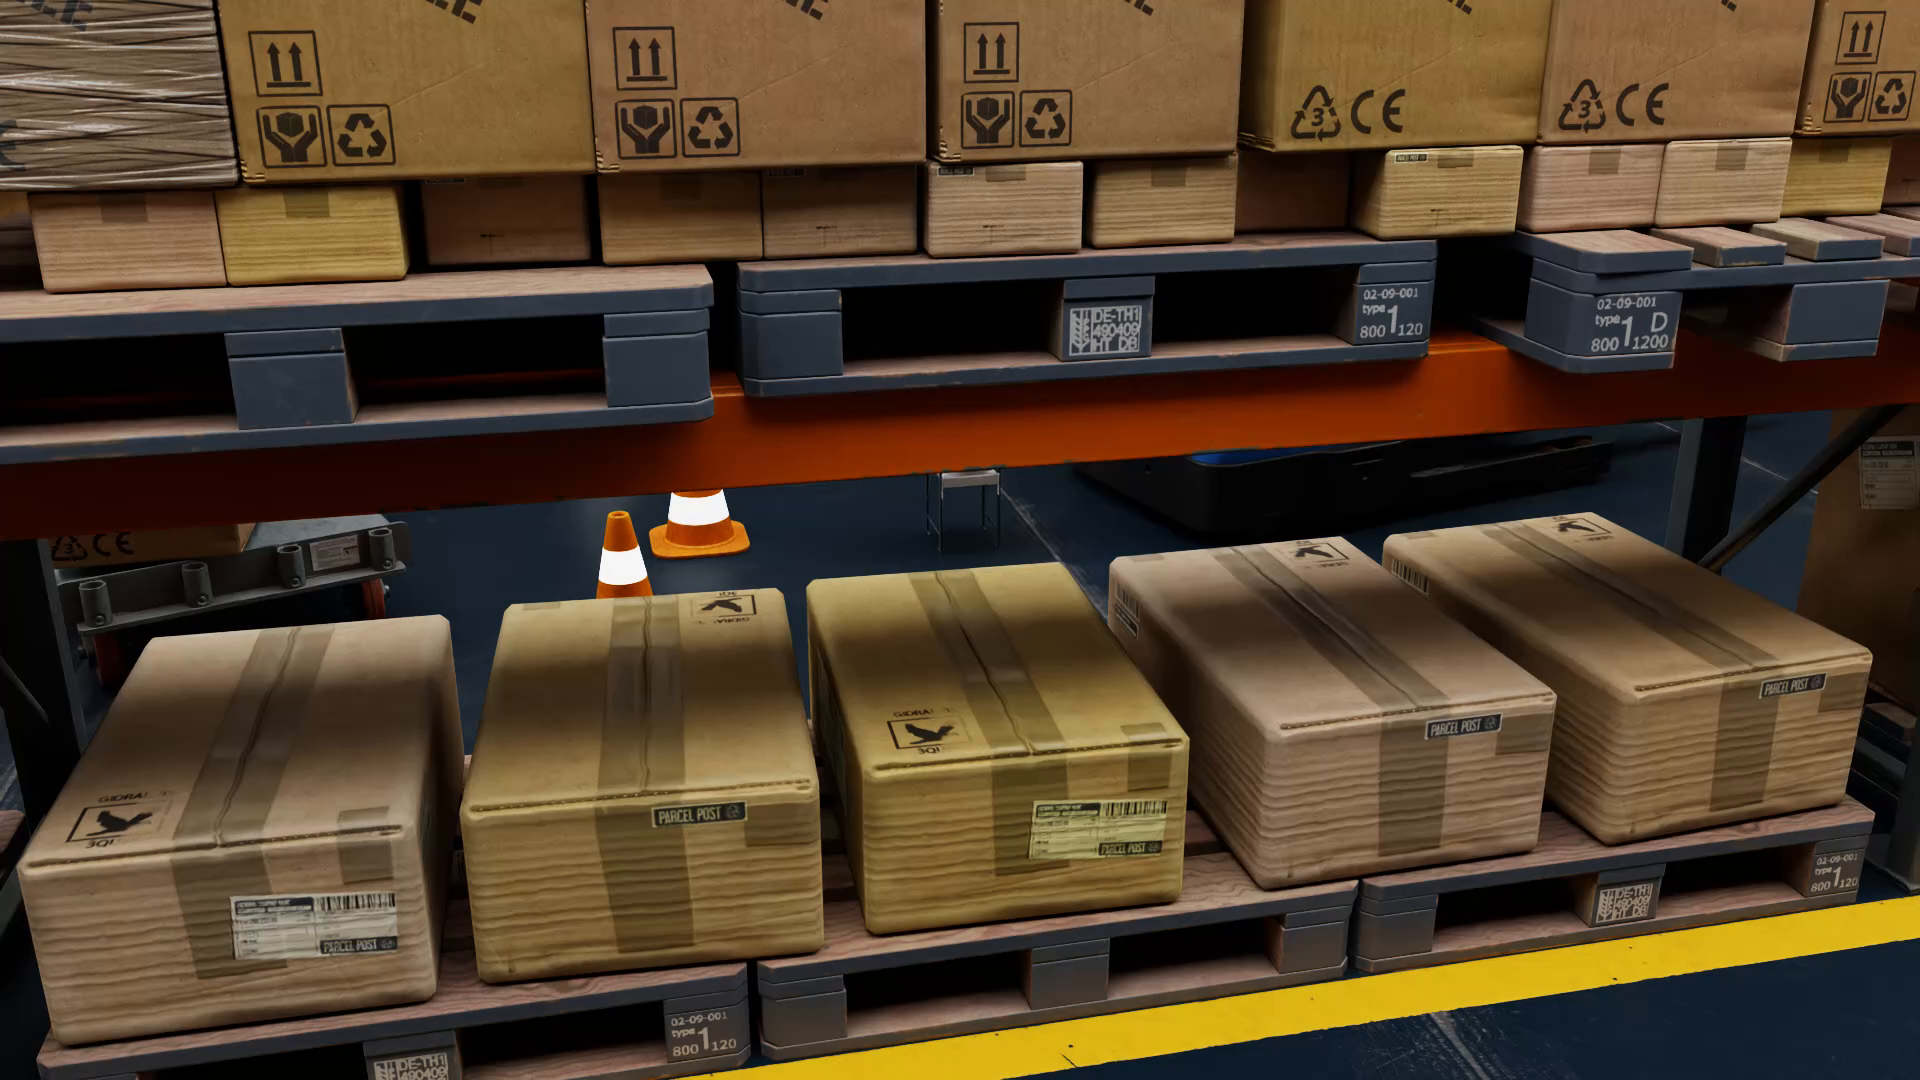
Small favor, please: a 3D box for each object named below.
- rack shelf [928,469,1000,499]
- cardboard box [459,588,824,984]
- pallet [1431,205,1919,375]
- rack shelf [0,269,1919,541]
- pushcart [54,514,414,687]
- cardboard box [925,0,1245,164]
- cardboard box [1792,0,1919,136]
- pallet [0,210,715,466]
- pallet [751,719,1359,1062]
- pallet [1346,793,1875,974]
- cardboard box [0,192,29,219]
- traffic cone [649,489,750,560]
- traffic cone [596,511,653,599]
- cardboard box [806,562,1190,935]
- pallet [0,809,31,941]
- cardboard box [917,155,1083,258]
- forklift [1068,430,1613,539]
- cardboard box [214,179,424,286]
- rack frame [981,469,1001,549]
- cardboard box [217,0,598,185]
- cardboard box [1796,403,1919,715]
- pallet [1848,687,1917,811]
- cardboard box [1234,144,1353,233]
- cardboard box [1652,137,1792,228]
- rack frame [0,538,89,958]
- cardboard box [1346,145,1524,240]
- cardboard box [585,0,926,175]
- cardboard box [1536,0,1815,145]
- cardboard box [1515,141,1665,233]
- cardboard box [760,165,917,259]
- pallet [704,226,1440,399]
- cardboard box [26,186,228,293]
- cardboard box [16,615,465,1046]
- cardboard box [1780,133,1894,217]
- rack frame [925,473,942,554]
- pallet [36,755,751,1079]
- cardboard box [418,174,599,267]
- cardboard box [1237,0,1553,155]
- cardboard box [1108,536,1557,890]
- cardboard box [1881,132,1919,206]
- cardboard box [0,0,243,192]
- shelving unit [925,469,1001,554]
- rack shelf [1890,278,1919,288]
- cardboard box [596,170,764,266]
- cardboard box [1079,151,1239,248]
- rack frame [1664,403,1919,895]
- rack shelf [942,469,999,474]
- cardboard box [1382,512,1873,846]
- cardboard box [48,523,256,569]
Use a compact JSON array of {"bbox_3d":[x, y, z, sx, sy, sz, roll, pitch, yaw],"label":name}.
[{"bbox_3d":[0.008,-0.223,5.735,0.200,0.077,0.258,-5,21,-12],"label":"rack shelf"},{"bbox_3d":[-0.638,0.457,3.416,0.625,0.372,0.950,-3,20,-9],"label":"cardboard box"},{"bbox_3d":[1.377,-0.614,3.408,1.003,0.211,1.213,-5,21,-12],"label":"pallet"},{"bbox_3d":[0.100,-0.300,3.318,4.000,0.370,1.077,-5,21,-12],"label":"rack shelf"},{"bbox_3d":[-2.420,-0.007,5.286,0.936,0.377,1.648,-13,24,-31],"label":"pushcart"},{"bbox_3d":[0.145,-0.923,2.785,0.500,0.500,0.500,-6,21,-15],"label":"cardboard box"},{"bbox_3d":[1.668,-1.051,3.134,0.500,0.500,0.500,-5,21,-14],"label":"cardboard box"},{"bbox_3d":[-1.069,-0.401,2.828,1.213,0.211,1.003,-5,21,-12],"label":"pallet"},{"bbox_3d":[0.100,0.670,3.678,1.213,0.211,1.003,-5,21,-12],"label":"pallet"},{"bbox_3d":[1.285,0.575,3.939,1.213,0.211,1.003,-5,21,-12],"label":"pallet"},{"bbox_3d":[-3.712,-1.301,7.485,0.875,0.875,0.875,-4,21,-12],"label":"cardboard box"},{"bbox_3d":[-0.910,-0.213,5.722,0.334,0.463,0.336,-5,21,-12],"label":"traffic cone"},{"bbox_3d":[-0.962,0.145,4.746,0.334,0.463,0.336,-5,21,-12],"label":"traffic cone"},{"bbox_3d":[0.038,0.401,3.568,0.625,0.372,0.950,-4,20,-11],"label":"cardboard box"},{"bbox_3d":[-2.492,0.895,3.065,1.213,0.211,1.003,-5,21,-12],"label":"pallet"},{"bbox_3d":[0.039,-0.590,2.820,0.250,0.149,0.380,-4,20,-10],"label":"cardboard box"},{"bbox_3d":[1.941,-1.718,6.243,3.031,2.935,1.130,-10,22,-26],"label":"forklift"},{"bbox_3d":[-0.991,-0.513,2.610,0.250,0.149,0.380,-4,21,-11],"label":"cardboard box"},{"bbox_3d":[0.107,-0.431,5.684,0.006,0.900,0.240,-5,21,-12],"label":"rack frame"},{"bbox_3d":[-0.837,-0.844,2.570,0.500,0.500,0.500,-5,21,-12],"label":"cardboard box"},{"bbox_3d":[2.737,-0.022,3.993,0.875,0.875,0.875,-5,21,-13],"label":"cardboard box"},{"bbox_3d":[2.831,0.476,4.208,1.213,0.211,1.003,-5,21,-12],"label":"pallet"},{"bbox_3d":[0.517,-0.669,3.034,0.250,0.149,0.380,-4,21,-12],"label":"cardboard box"},{"bbox_3d":[1.302,-0.690,3.092,0.250,0.149,0.380,-5,21,-13],"label":"cardboard box"},{"bbox_3d":[-1.847,-0.479,2.762,0.127,3.000,1.000,-5,21,-12],"label":"rack frame"},{"bbox_3d":[0.791,-0.646,2.973,0.250,0.149,0.380,-4,21,-12],"label":"cardboard box"},{"bbox_3d":[-0.353,-0.879,2.664,0.500,0.500,0.500,-5,21,-13],"label":"cardboard box"},{"bbox_3d":[1.167,-1.006,3.012,0.500,0.500,0.500,-5,21,-13],"label":"cardboard box"},{"bbox_3d":[1.055,-0.673,3.045,0.250,0.149,0.380,-6,21,-15],"label":"cardboard box"},{"bbox_3d":[-0.232,-0.587,2.810,0.250,0.149,0.380,-4,21,-12],"label":"cardboard box"},{"bbox_3d":[0.129,-0.536,3.194,1.213,0.211,1.003,-5,21,-12],"label":"pallet"},{"bbox_3d":[-1.236,-0.497,2.564,0.250,0.149,0.380,-4,21,-12],"label":"cardboard box"},{"bbox_3d":[-1.337,0.515,3.258,0.625,0.372,0.950,-4,21,-12],"label":"cardboard box"},{"bbox_3d":[1.537,-0.725,3.188,0.250,0.149,0.380,-4,21,-12],"label":"cardboard box"},{"bbox_3d":[-0.091,-0.415,5.640,0.006,0.900,0.240,-5,21,-12],"label":"rack frame"},{"bbox_3d":[-1.089,0.768,3.412,1.213,0.211,1.003,-5,21,-12],"label":"pallet"},{"bbox_3d":[-0.733,-0.561,2.741,0.250,0.149,0.380,-3,20,-9],"label":"cardboard box"},{"bbox_3d":[0.676,-0.966,2.902,0.500,0.500,0.500,-6,21,-16],"label":"cardboard box"},{"bbox_3d":[0.778,0.343,3.727,0.625,0.372,0.950,-5,21,-14],"label":"cardboard box"},{"bbox_3d":[1.781,-0.770,3.312,0.250,0.149,0.380,-4,20,-10],"label":"cardboard box"},{"bbox_3d":[-1.324,-0.804,2.461,0.500,0.500,0.500,-4,21,-11],"label":"cardboard box"},{"bbox_3d":[0.008,-0.423,5.662,0.210,0.900,0.258,-5,21,-12],"label":"shelving unit"},{"bbox_3d":[3.992,-0.616,4.182,4.000,0.370,1.077,-5,21,-12],"label":"rack shelf"},{"bbox_3d":[-0.473,-0.568,2.758,0.250,0.149,0.380,-4,21,-12],"label":"cardboard box"},{"bbox_3d":[0.292,-0.621,2.905,0.250,0.149,0.380,-5,21,-14],"label":"cardboard box"},{"bbox_3d":[2.046,-0.796,3.627,0.127,3.000,1.000,-5,21,-12],"label":"rack frame"},{"bbox_3d":[0.008,-0.307,5.704,0.200,0.077,0.258,-5,21,-12],"label":"rack shelf"},{"bbox_3d":[1.494,0.282,3.893,0.625,0.372,0.950,-6,21,-16],"label":"cardboard box"},{"bbox_3d":[-2.285,-0.255,4.682,0.500,0.500,0.500,-5,21,-12],"label":"cardboard box"}]
